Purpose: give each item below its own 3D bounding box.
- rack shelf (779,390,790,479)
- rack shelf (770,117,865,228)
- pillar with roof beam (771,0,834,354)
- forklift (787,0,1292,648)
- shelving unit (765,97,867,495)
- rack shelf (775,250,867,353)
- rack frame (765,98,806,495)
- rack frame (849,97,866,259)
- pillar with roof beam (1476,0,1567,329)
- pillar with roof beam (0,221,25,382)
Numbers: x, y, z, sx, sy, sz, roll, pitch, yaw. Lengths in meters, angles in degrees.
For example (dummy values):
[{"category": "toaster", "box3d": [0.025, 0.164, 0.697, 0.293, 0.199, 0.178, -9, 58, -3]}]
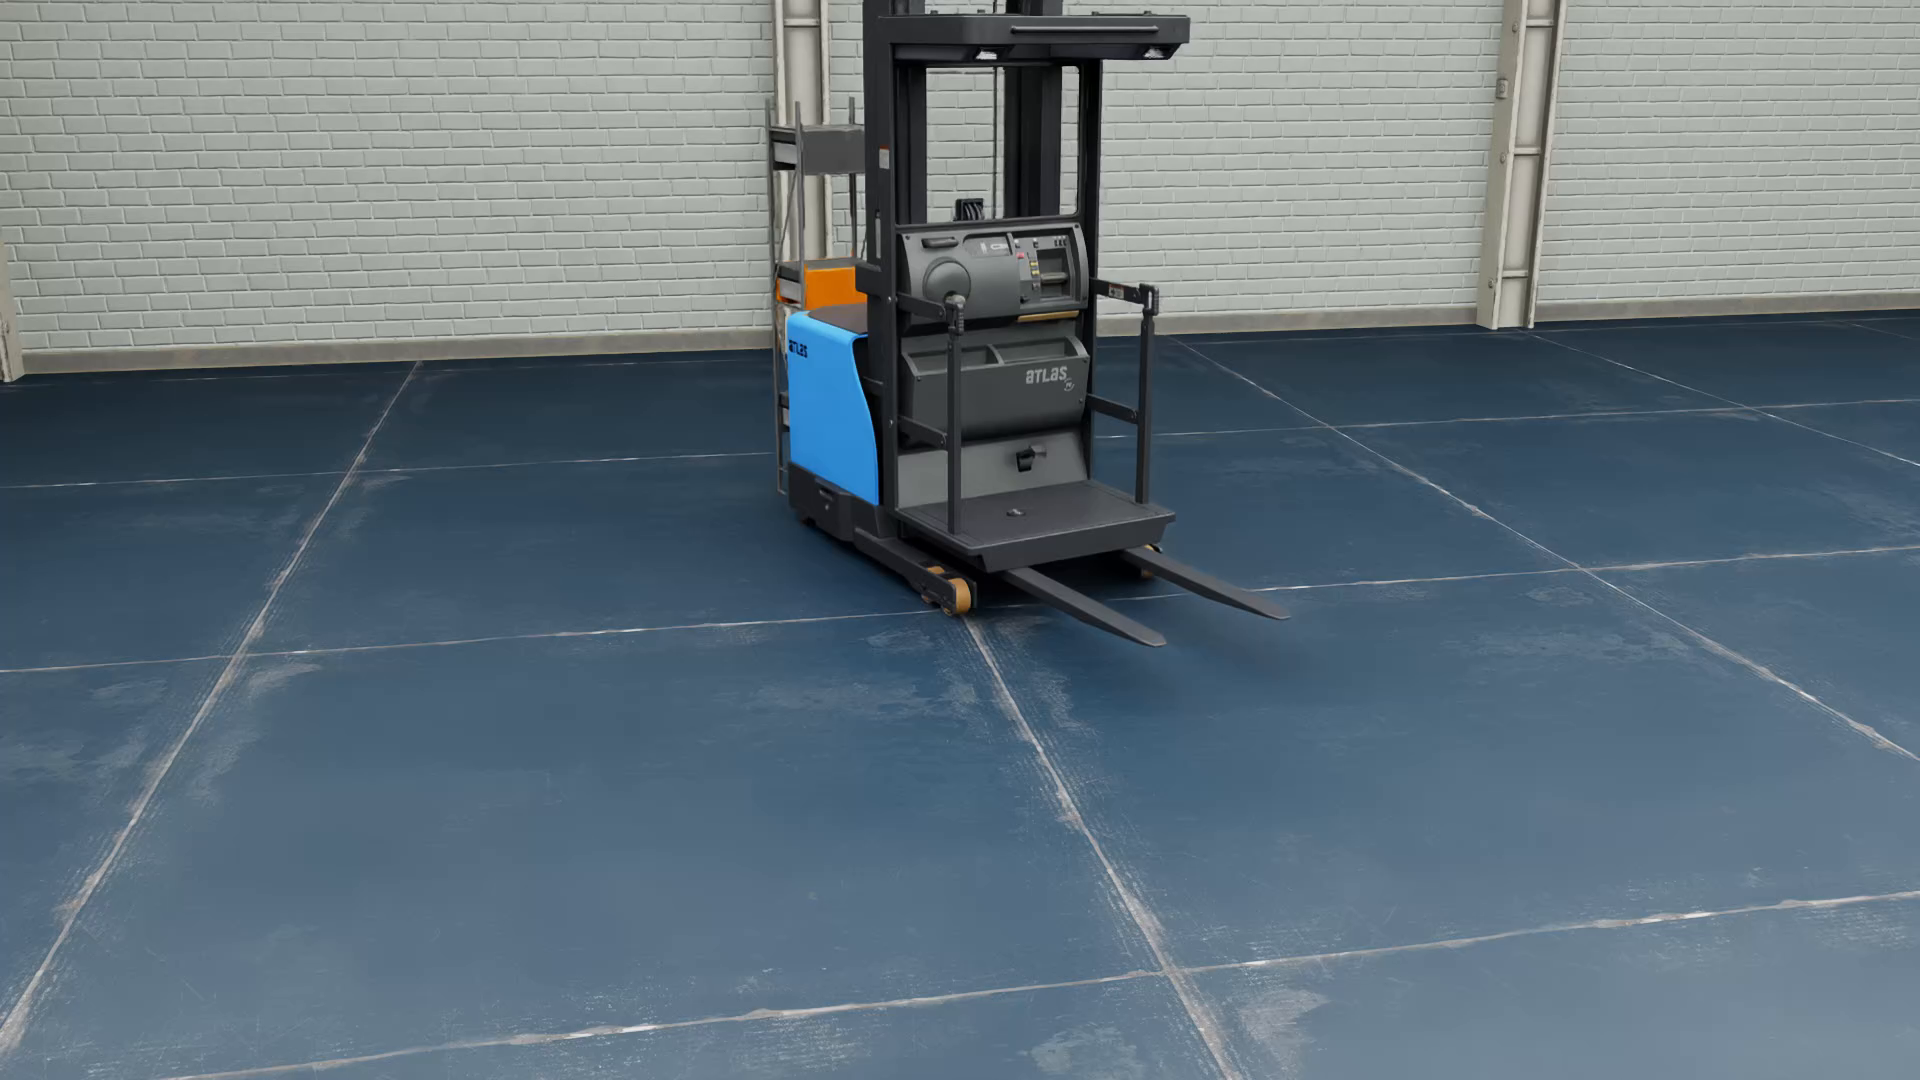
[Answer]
[{"category": "rack shelf", "box3d": [-0.688, -0.575, 9.039, 0.480, 0.518, 0.431, -10, 20, -29]}, {"category": "rack shelf", "box3d": [-0.688, -1.913, 8.628, 0.480, 0.518, 0.431, -10, 20, -29]}, {"category": "pillar with roof beam", "box3d": [-0.386, -4.576, 7.882, 0.400, 9.000, 9.100, -3, 17, -10]}, {"category": "forklift", "box3d": [0.274, -1.223, 7.301, 1.130, 2.935, 3.031, -9, 19, -28]}, {"category": "shelving unit", "box3d": [-0.688, -1.257, 8.829, 0.503, 2.100, 0.431, -10, 20, -29]}, {"category": "rack shelf", "box3d": [-0.688, -1.244, 8.833, 0.480, 0.518, 0.431, -10, 20, -29]}, {"category": "rack frame", "box3d": [-0.899, -1.221, 8.711, 0.015, 2.100, 0.400, -10, 20, -29]}, {"category": "rack frame", "box3d": [-0.478, -1.294, 8.948, 0.015, 2.100, 0.400, -10, 20, -29]}, {"category": "pillar with roof beam", "box3d": [5.505, -4.910, 8.970, 0.400, 9.000, 9.100, -3, 17, -10]}, {"category": "pillar with roof beam", "box3d": [-6.277, -4.241, 6.794, 0.400, 9.000, 9.100, -3, 17, -10]}]
